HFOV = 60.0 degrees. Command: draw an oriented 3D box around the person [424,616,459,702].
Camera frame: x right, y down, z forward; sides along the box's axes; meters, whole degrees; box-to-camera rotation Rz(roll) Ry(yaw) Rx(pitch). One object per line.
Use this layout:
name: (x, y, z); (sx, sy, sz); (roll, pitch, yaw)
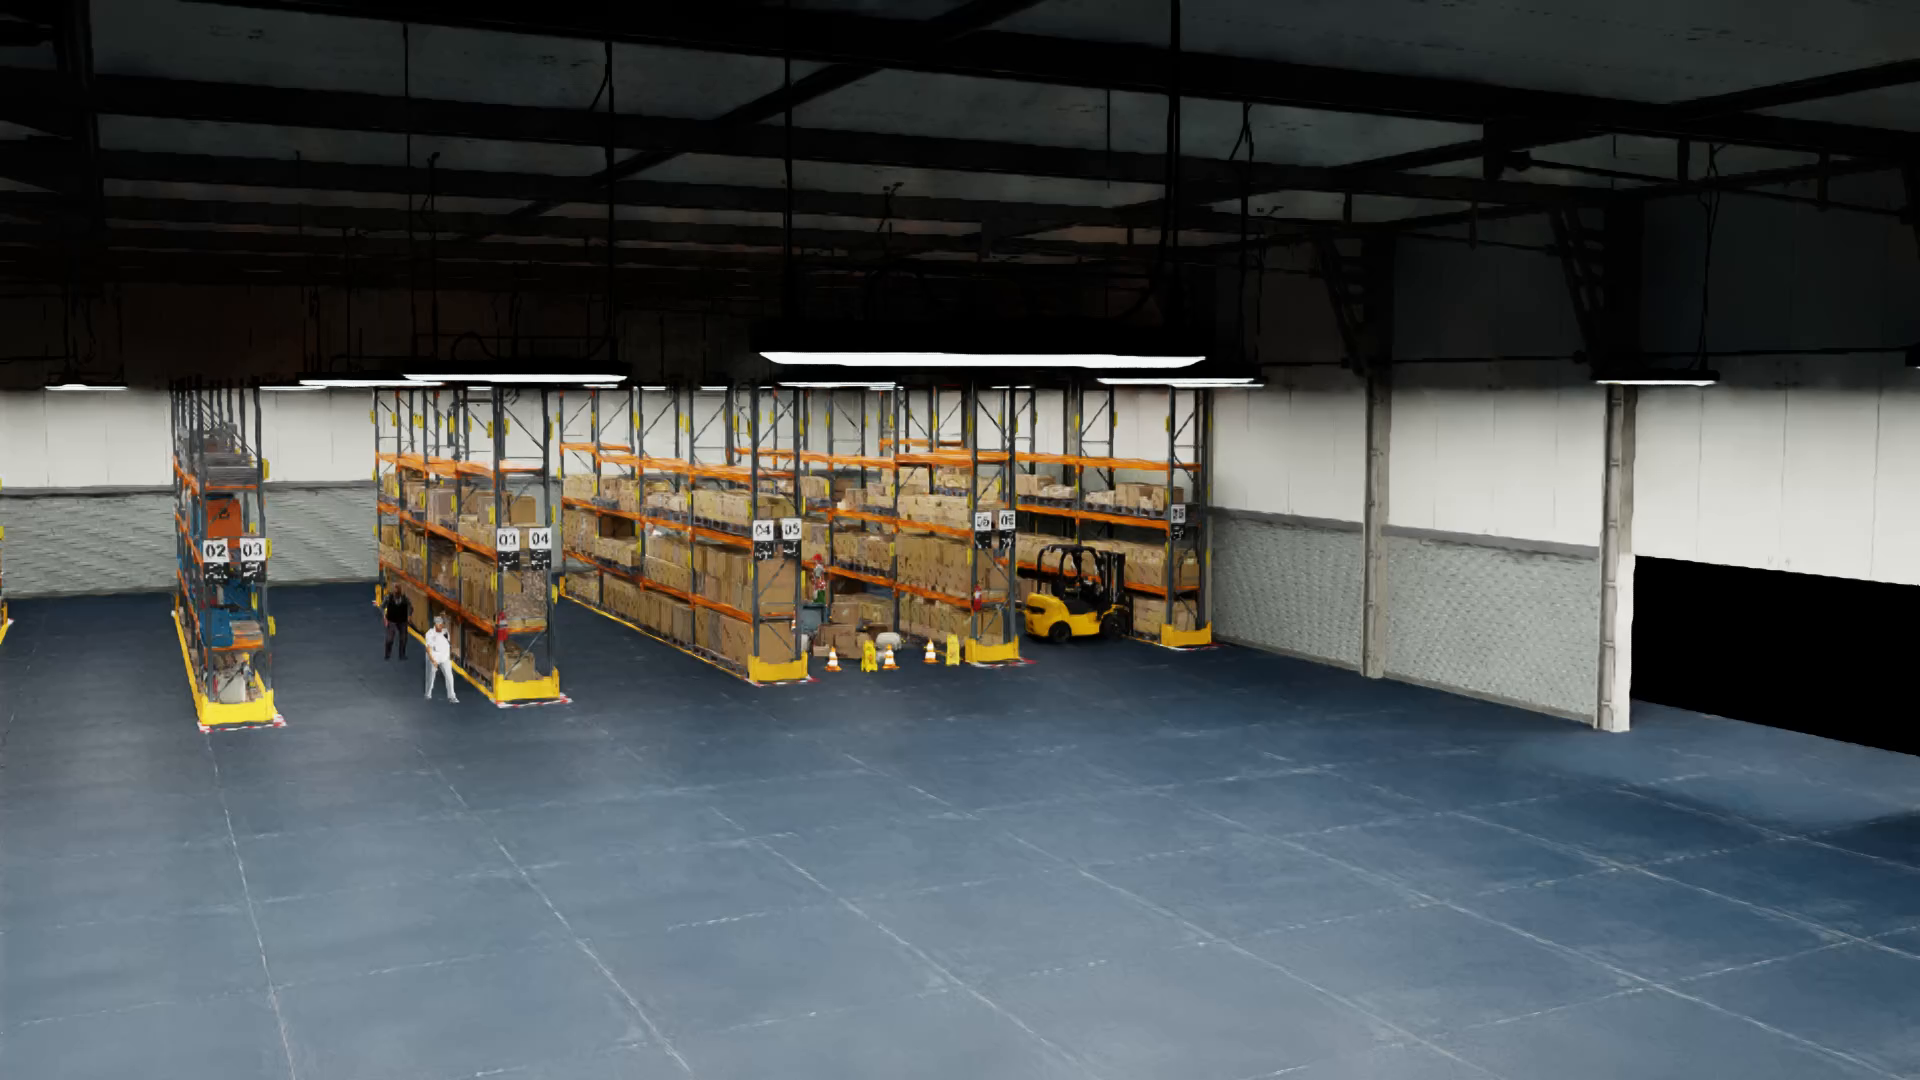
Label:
person: (-9.614, 2.192, 30.651); (0.490, 1.590, 1.000); (-4, 6, -35)

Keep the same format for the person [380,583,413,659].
person: (-12.071, 1.775, 35.610); (0.663, 1.586, 0.534); (-3, 6, -28)

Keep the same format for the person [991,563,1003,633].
person: (0.806, 1.368, 39.485); (0.459, 1.677, 0.525); (0, 5, 3)

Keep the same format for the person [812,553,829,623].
person: (-3.491, 1.216, 40.512); (0.588, 1.784, 0.666); (0, 5, -2)

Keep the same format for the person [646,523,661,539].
person: (-9.229, 0.340, 50.478); (0.758, 1.771, 0.529); (3, 6, 28)
